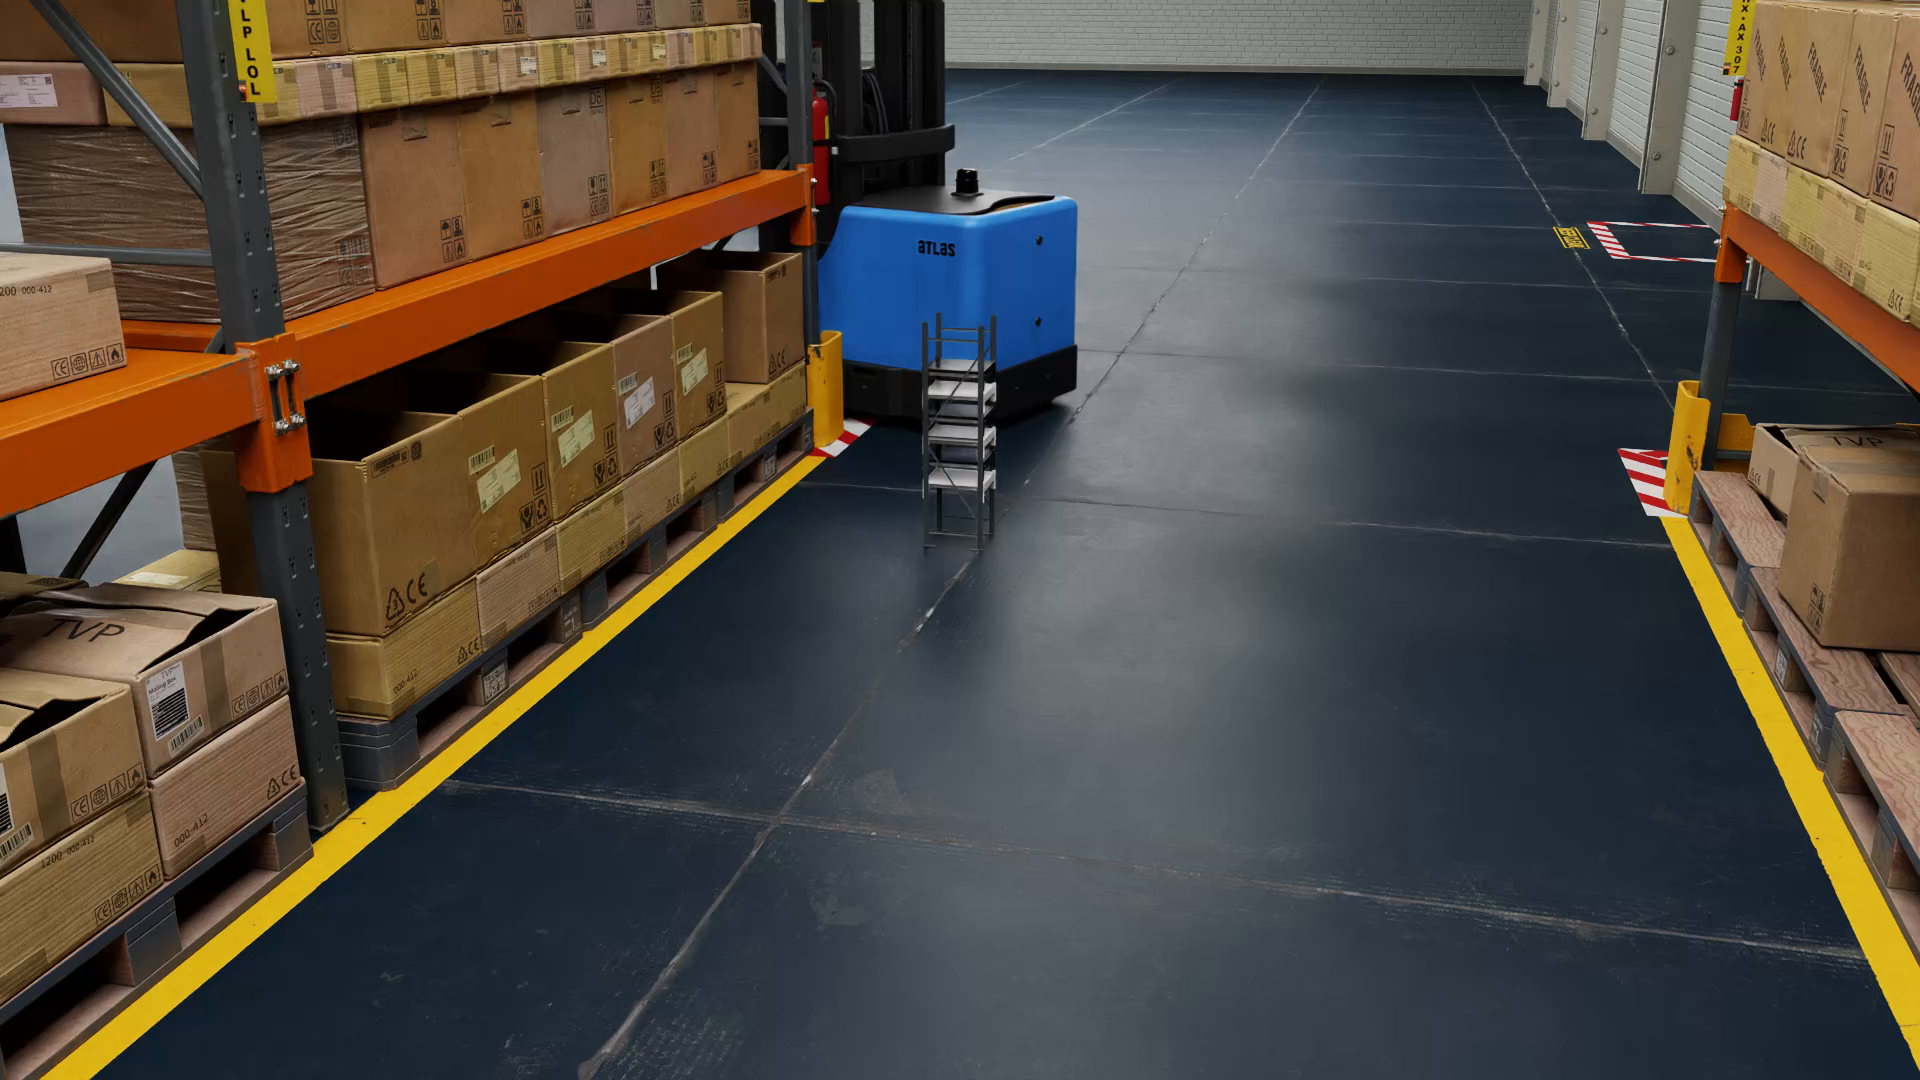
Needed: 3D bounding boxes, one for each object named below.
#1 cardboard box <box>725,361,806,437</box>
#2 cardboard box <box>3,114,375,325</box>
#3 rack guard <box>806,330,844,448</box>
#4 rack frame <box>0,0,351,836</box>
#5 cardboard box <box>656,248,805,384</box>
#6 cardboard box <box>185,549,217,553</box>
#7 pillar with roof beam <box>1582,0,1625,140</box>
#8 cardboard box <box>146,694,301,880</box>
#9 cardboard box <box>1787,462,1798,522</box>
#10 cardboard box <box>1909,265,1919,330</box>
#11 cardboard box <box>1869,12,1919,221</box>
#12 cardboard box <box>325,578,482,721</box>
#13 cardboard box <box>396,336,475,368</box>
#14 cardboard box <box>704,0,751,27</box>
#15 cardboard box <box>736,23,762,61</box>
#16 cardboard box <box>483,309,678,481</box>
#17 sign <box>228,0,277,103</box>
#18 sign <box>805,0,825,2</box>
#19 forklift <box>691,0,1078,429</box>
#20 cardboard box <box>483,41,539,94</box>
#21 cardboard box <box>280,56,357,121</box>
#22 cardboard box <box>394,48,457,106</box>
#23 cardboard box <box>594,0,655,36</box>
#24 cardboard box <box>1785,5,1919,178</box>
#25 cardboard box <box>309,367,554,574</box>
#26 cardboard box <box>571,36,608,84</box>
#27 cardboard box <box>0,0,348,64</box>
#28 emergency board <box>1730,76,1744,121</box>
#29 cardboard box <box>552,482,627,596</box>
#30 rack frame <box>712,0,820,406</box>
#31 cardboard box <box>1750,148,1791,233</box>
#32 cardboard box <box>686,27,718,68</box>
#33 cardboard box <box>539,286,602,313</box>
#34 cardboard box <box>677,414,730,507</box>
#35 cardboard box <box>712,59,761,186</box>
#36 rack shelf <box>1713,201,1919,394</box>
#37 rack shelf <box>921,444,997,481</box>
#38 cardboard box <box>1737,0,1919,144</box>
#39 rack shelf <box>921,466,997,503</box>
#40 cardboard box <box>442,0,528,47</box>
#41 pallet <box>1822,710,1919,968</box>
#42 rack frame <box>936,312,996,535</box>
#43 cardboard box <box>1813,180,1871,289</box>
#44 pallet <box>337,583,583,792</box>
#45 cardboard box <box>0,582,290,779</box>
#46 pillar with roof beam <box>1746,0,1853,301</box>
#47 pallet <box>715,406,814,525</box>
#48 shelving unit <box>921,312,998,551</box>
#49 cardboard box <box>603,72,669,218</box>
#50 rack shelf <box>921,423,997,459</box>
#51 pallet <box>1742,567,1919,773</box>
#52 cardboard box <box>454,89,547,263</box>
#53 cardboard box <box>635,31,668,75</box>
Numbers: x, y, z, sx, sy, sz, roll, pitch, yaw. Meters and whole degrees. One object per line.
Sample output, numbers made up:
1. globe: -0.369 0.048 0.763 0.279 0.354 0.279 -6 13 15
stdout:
1. cardboard box: -1.020 -0.656 7.572 0.500 0.250 0.500 5 19 13
2. cardboard box: -2.050 -0.883 4.478 0.700 0.500 0.500 4 19 12
3. rack guard: -1.169 -0.775 8.182 1.175 0.500 0.348 5 19 13
4. rack frame: -2.152 -0.696 4.085 1.000 3.000 0.127 5 19 13
5. cardboard box: -1.018 -1.011 7.450 0.500 0.500 0.500 5 19 13
6. cardboard box: -2.119 0.088 5.394 0.500 0.250 0.500 5 19 13
7. pillar with roof beam: 4.520 -10.093 22.315 9.100 9.000 0.400 5 19 13
8. cardboard box: -1.973 0.559 4.014 0.500 0.250 0.500 4 19 13
9. cardboard box: 3.234 -0.107 5.840 0.500 0.311 0.500 6 20 18
10. cardboard box: 2.604 -0.573 3.924 0.500 0.250 0.500 5 19 14
11. cardboard box: 2.718 -1.086 4.267 0.500 0.500 0.500 4 19 12
12. cardboard box: -1.745 0.285 4.817 0.500 0.250 0.500 5 19 13
13. cardboard box: -1.999 -0.424 5.732 0.500 0.500 0.500 5 19 13
14. cardboard box: -1.314 -2.449 7.056 0.700 0.500 0.500 5 19 14
15. cardboard box: -1.084 -2.169 7.240 0.380 0.149 0.250 4 19 12
16. cardboard box: -1.371 -0.540 6.071 0.500 0.500 0.500 5 19 13
17. sign: -1.624 -1.167 3.794 0.100 0.325 0.005 5 19 13
18. sign: -0.652 -2.563 7.392 0.100 0.325 0.005 5 19 13
19. forklift: -0.891 -2.270 8.798 3.031 2.935 1.130 12 22 32
20. cardboard box: -1.588 -1.524 5.349 0.380 0.149 0.250 4 19 12
21. cardboard box: -1.838 -1.198 4.396 0.380 0.149 0.250 5 19 14
22. cardboard box: -1.714 -1.361 4.874 0.380 0.149 0.250 4 19 13
23. cardboard box: -1.560 -2.126 6.109 0.700 0.500 0.500 5 19 14
24. cardboard box: 2.958 -1.412 5.221 0.500 0.500 0.500 4 19 12
25. cardboard box: -1.621 -0.227 5.154 0.500 0.500 0.500 5 19 13
26. cardboard box: -1.461 -1.683 5.816 0.380 0.149 0.250 4 19 13
27. cardboard box: -2.050 -1.497 4.268 0.700 0.500 0.500 5 19 14
28. emergency board: 6.404 -3.924 13.536 0.194 1.169 0.643 5 19 13
29. cardboard box: -1.491 -0.028 5.732 0.500 0.250 0.500 5 19 13
30. rack frame: -1.175 -1.950 7.756 1.000 3.000 0.127 5 19 13
31. cardboard box: 3.089 -1.207 5.781 0.500 0.250 0.500 4 19 12
32. cardboard box: -1.209 -2.007 6.765 0.380 0.149 0.250 4 19 13
33. cardboard box: -1.752 -0.737 6.649 0.500 0.500 0.500 5 19 13
34. cardboard box: -1.251 -0.341 6.651 0.500 0.250 0.500 5 19 13
35. cardboard box: -1.302 -1.852 7.314 0.700 0.500 0.500 5 19 13
36. rack shelf: 3.141 -0.593 4.895 1.077 0.370 4.000 5 19 13
37. rack shelf: -0.002 -0.307 6.575 0.258 0.077 0.200 5 19 13
38. cardboard box: 3.221 -1.727 6.145 0.500 0.500 0.500 5 19 13
39. rack shelf: -0.002 -0.221 6.604 0.258 0.077 0.200 5 19 13
40. cardboard box: -1.805 -1.812 5.191 0.700 0.500 0.500 5 19 13
41. pallet: 2.782 0.800 4.018 1.003 0.211 1.213 5 19 13
42. rack frame: 0.023 -0.455 6.628 0.240 0.900 0.006 5 19 13
43. cardboard box: 2.833 -0.889 4.851 0.500 0.250 0.500 5 19 14
44. pallet: -1.917 0.377 5.256 1.003 0.211 1.213 5 19 13
45. cardboard box: -1.973 0.290 3.933 0.500 0.311 0.500 5 19 13
46. pillar with roof beam: 1.589 -6.332 11.303 9.100 9.000 0.400 5 19 13
47. pallet: -1.321 -0.387 7.495 1.003 0.211 1.213 5 19 13
48. shelving unit: -0.002 -0.423 6.535 0.258 0.900 0.210 5 19 13
49. cardboard box: -1.552 -1.532 6.377 0.700 0.500 0.500 5 19 14
50. rack shelf: -0.002 -0.392 6.545 0.258 0.077 0.200 5 19 13
51. pallet: 3.078 0.417 5.141 1.003 0.211 1.213 5 19 13
52. cardboard box: -1.801 -1.206 5.423 0.700 0.500 0.500 5 19 14
53. cardboard box: -1.336 -1.846 6.293 0.380 0.149 0.250 5 20 15
